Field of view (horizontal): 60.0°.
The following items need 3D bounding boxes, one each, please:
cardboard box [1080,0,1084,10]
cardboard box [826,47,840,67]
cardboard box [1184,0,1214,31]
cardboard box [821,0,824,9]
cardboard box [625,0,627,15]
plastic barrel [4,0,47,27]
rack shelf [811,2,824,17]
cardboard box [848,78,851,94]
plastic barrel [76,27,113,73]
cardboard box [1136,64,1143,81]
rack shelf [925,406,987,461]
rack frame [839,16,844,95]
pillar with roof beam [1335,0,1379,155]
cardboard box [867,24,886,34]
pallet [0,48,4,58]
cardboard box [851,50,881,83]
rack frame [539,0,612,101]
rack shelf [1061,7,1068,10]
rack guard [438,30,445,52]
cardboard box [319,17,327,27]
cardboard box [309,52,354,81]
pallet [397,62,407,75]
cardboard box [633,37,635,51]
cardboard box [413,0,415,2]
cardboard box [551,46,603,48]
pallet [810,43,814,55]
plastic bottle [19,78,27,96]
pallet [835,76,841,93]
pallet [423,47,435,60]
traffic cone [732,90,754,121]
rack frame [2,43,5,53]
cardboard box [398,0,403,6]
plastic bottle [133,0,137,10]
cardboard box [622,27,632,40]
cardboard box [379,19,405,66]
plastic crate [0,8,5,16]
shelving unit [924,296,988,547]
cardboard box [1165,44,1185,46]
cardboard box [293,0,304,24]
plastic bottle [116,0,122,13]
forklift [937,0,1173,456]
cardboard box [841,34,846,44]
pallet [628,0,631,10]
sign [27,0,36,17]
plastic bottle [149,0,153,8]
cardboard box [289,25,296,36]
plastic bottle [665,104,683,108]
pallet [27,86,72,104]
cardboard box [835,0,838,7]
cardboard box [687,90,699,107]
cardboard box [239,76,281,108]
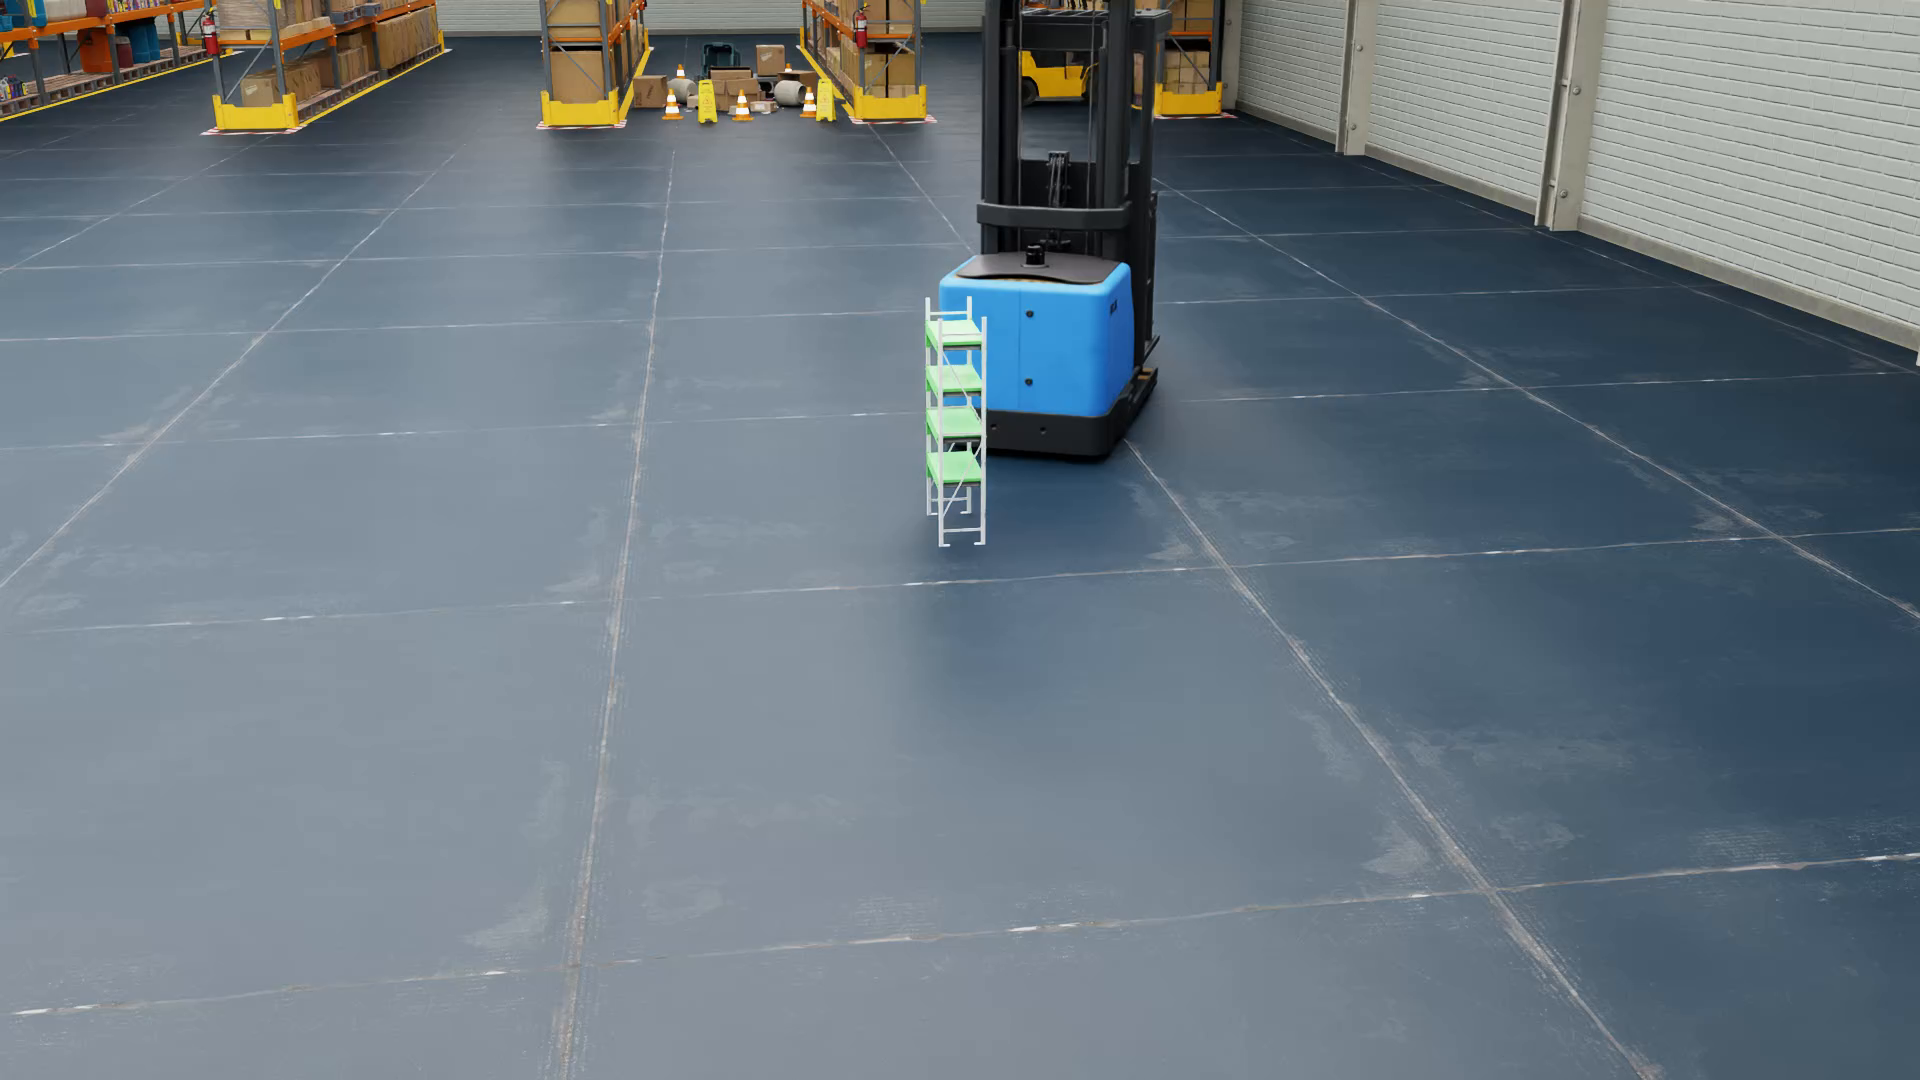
[{"bbox_3d":[2.668,-10.575,32.958,0.500,0.250,0.500,-2,21,-6],"label":"cardboard box"},{"bbox_3d":[-2.216,-9.862,33.988,0.950,0.372,0.625,-4,21,-11],"label":"cardboard box"},{"bbox_3d":[3.980,-8.806,27.864,0.500,0.500,0.500,-2,21,-6],"label":"cardboard box"},{"bbox_3d":[-2.618,-11.184,34.587,0.500,0.250,0.500,-4,21,-10],"label":"cardboard box"},{"bbox_3d":[-6.698,-10.366,32.040,0.500,0.500,0.500,-3,21,-9],"label":"cardboard box"},{"bbox_3d":[-16.175,-9.341,28.723,0.600,0.901,0.708,-3,21,-8],"label":"plastic barrel"},{"bbox_3d":[-2.576,-11.447,36.107,1.077,0.370,4.000,-3,21,-8],"label":"rack shelf"},{"bbox_3d":[-1.665,-7.858,28.797,0.500,0.250,0.500,-4,21,-10],"label":"cardboard box"},{"bbox_3d":[-17.083,-9.691,32.877,0.600,0.830,0.708,-3,21,-8],"label":"plastic barrel"},{"bbox_3d":[3.336,-8.044,28.580,0.500,0.250,0.500,-3,21,-8],"label":"cardboard box"},{"bbox_3d":[-0.024,-0.560,8.682,0.258,0.148,0.480,-3,21,-8],"label":"rack shelf"},{"bbox_3d":[-1.711,-9.707,30.419,1.000,3.000,0.127,-3,21,-8],"label":"rack frame"},{"bbox_3d":[1.173,-9.376,20.959,9.100,9.000,0.400,-3,21,-8],"label":"pillar with roof beam"},{"bbox_3d":[-1.400,-8.323,27.073,0.380,0.149,0.250,-2,21,-6],"label":"cardboard box"},{"bbox_3d":[-22.924,-11.255,38.549,1.003,0.211,1.213,-3,21,-8],"label":"pallet"},{"bbox_3d":[-1.587,-8.027,28.178,0.500,0.500,0.500,-2,21,-6],"label":"cardboard box"},{"bbox_3d":[-6.018,-8.038,25.949,1.000,3.000,0.127,-3,21,-8],"label":"rack frame"},{"bbox_3d":[2.912,-10.314,33.073,1.077,0.370,4.000,-3,21,-8],"label":"rack shelf"},{"bbox_3d":[-13.251,-12.199,40.664,1.175,0.500,0.348,-3,21,-8],"label":"rack guard"},{"bbox_3d":[-11.169,-8.943,28.732,0.380,0.149,0.250,-3,21,-8],"label":"cardboard box"},{"bbox_3d":[-11.716,-8.816,30.976,0.700,0.500,0.500,-5,21,-12],"label":"cardboard box"},{"bbox_3d":[-12.306,-9.984,35.146,1.003,0.211,1.213,-3,21,-8],"label":"pallet"},{"bbox_3d":[-7.176,-10.442,35.360,0.500,0.500,0.500,-3,21,-9],"label":"cardboard box"},{"bbox_3d":[-12.461,-12.161,37.348,0.380,0.149,0.250,-2,21,-6],"label":"cardboard box"},{"bbox_3d":[-6.310,-7.775,27.682,0.875,0.875,0.875,-3,21,-9],"label":"cardboard box"},{"bbox_3d":[-3.076,-11.861,40.172,1.003,0.211,1.213,-3,21,-8],"label":"pallet"},{"bbox_3d":[-16.023,-7.741,28.409,0.061,0.283,0.133,-2,21,-5],"label":"plastic bottle"},{"bbox_3d":[-1.825,-8.670,31.628,1.003,0.211,1.213,-3,21,-8],"label":"pallet"},{"bbox_3d":[-12.882,-11.361,38.834,1.003,0.211,1.213,-3,21,-8],"label":"pallet"},{"bbox_3d":[-3.522,-7.044,26.914,0.336,0.463,0.334,-3,21,-8],"label":"traffic cone"},{"bbox_3d":[-23.051,-12.864,38.871,1.000,3.000,0.127,-3,21,-8],"label":"rack frame"},{"bbox_3d":[-12.269,-11.704,35.623,0.500,0.500,0.500,-2,21,-6],"label":"cardboard box"},{"bbox_3d":[-16.957,-11.021,34.008,0.144,0.351,0.185,-3,21,-8],"label":"plastic bottle"},{"bbox_3d":[-7.031,-10.435,34.269,0.500,0.250,0.500,-4,21,-10],"label":"cardboard box"},{"bbox_3d":[-12.294,-10.343,34.557,1.225,0.875,0.875,-3,21,-8],"label":"cardboard box"},{"bbox_3d":[-16.469,-8.741,27.920,0.767,0.338,0.504,-3,21,-8],"label":"plastic crate"},{"bbox_3d":[-0.024,-0.619,8.660,0.258,1.200,0.503,-3,21,-8],"label":"shelving unit"},{"bbox_3d":[3.691,-8.651,29.492,0.500,0.250,0.500,-3,21,-9],"label":"cardboard box"},{"bbox_3d":[-11.274,-8.716,27.198,0.875,0.500,0.500,-3,21,-8],"label":"cardboard box"},{"bbox_3d":[-16.779,-10.663,33.144,0.061,0.283,0.133,-3,21,-8],"label":"plastic bottle"},{"bbox_3d":[0.738,-2.353,10.828,1.130,2.935,3.031,5,21,14],"label":"forklift"},{"bbox_3d":[-1.935,-9.007,29.875,0.380,0.149,0.250,-3,21,-7],"label":"cardboard box"},{"bbox_3d":[-7.380,-10.959,34.045,1.213,0.211,1.003,-3,21,-8],"label":"pallet"},{"bbox_3d":[-15.873,-9.111,28.428,0.100,0.325,0.005,-3,21,-8],"label":"sign"},{"bbox_3d":[-17.116,-11.402,35.029,0.144,0.351,0.185,-3,21,-8],"label":"plastic bottle"},{"bbox_3d":[-10.870,-8.163,26.643,0.380,0.149,0.250,-3,21,-8],"label":"cardboard box"},{"bbox_3d":[-4.927,-7.494,28.694,0.283,0.061,0.133,-11,23,-26],"label":"plastic bottle"},{"bbox_3d":[-16.570,-7.921,29.623,1.003,0.211,1.213,-3,21,-8],"label":"pallet"},{"bbox_3d":[-2.152,-10.130,31.310,0.380,0.149,0.250,-3,21,-9],"label":"cardboard box"},{"bbox_3d":[-4.525,-7.639,28.791,0.396,0.266,0.258,1,20,2],"label":"cardboard box"},{"bbox_3d":[-11.014,-7.065,26.318,0.500,0.500,0.500,1,20,2],"label":"cardboard box"}]
